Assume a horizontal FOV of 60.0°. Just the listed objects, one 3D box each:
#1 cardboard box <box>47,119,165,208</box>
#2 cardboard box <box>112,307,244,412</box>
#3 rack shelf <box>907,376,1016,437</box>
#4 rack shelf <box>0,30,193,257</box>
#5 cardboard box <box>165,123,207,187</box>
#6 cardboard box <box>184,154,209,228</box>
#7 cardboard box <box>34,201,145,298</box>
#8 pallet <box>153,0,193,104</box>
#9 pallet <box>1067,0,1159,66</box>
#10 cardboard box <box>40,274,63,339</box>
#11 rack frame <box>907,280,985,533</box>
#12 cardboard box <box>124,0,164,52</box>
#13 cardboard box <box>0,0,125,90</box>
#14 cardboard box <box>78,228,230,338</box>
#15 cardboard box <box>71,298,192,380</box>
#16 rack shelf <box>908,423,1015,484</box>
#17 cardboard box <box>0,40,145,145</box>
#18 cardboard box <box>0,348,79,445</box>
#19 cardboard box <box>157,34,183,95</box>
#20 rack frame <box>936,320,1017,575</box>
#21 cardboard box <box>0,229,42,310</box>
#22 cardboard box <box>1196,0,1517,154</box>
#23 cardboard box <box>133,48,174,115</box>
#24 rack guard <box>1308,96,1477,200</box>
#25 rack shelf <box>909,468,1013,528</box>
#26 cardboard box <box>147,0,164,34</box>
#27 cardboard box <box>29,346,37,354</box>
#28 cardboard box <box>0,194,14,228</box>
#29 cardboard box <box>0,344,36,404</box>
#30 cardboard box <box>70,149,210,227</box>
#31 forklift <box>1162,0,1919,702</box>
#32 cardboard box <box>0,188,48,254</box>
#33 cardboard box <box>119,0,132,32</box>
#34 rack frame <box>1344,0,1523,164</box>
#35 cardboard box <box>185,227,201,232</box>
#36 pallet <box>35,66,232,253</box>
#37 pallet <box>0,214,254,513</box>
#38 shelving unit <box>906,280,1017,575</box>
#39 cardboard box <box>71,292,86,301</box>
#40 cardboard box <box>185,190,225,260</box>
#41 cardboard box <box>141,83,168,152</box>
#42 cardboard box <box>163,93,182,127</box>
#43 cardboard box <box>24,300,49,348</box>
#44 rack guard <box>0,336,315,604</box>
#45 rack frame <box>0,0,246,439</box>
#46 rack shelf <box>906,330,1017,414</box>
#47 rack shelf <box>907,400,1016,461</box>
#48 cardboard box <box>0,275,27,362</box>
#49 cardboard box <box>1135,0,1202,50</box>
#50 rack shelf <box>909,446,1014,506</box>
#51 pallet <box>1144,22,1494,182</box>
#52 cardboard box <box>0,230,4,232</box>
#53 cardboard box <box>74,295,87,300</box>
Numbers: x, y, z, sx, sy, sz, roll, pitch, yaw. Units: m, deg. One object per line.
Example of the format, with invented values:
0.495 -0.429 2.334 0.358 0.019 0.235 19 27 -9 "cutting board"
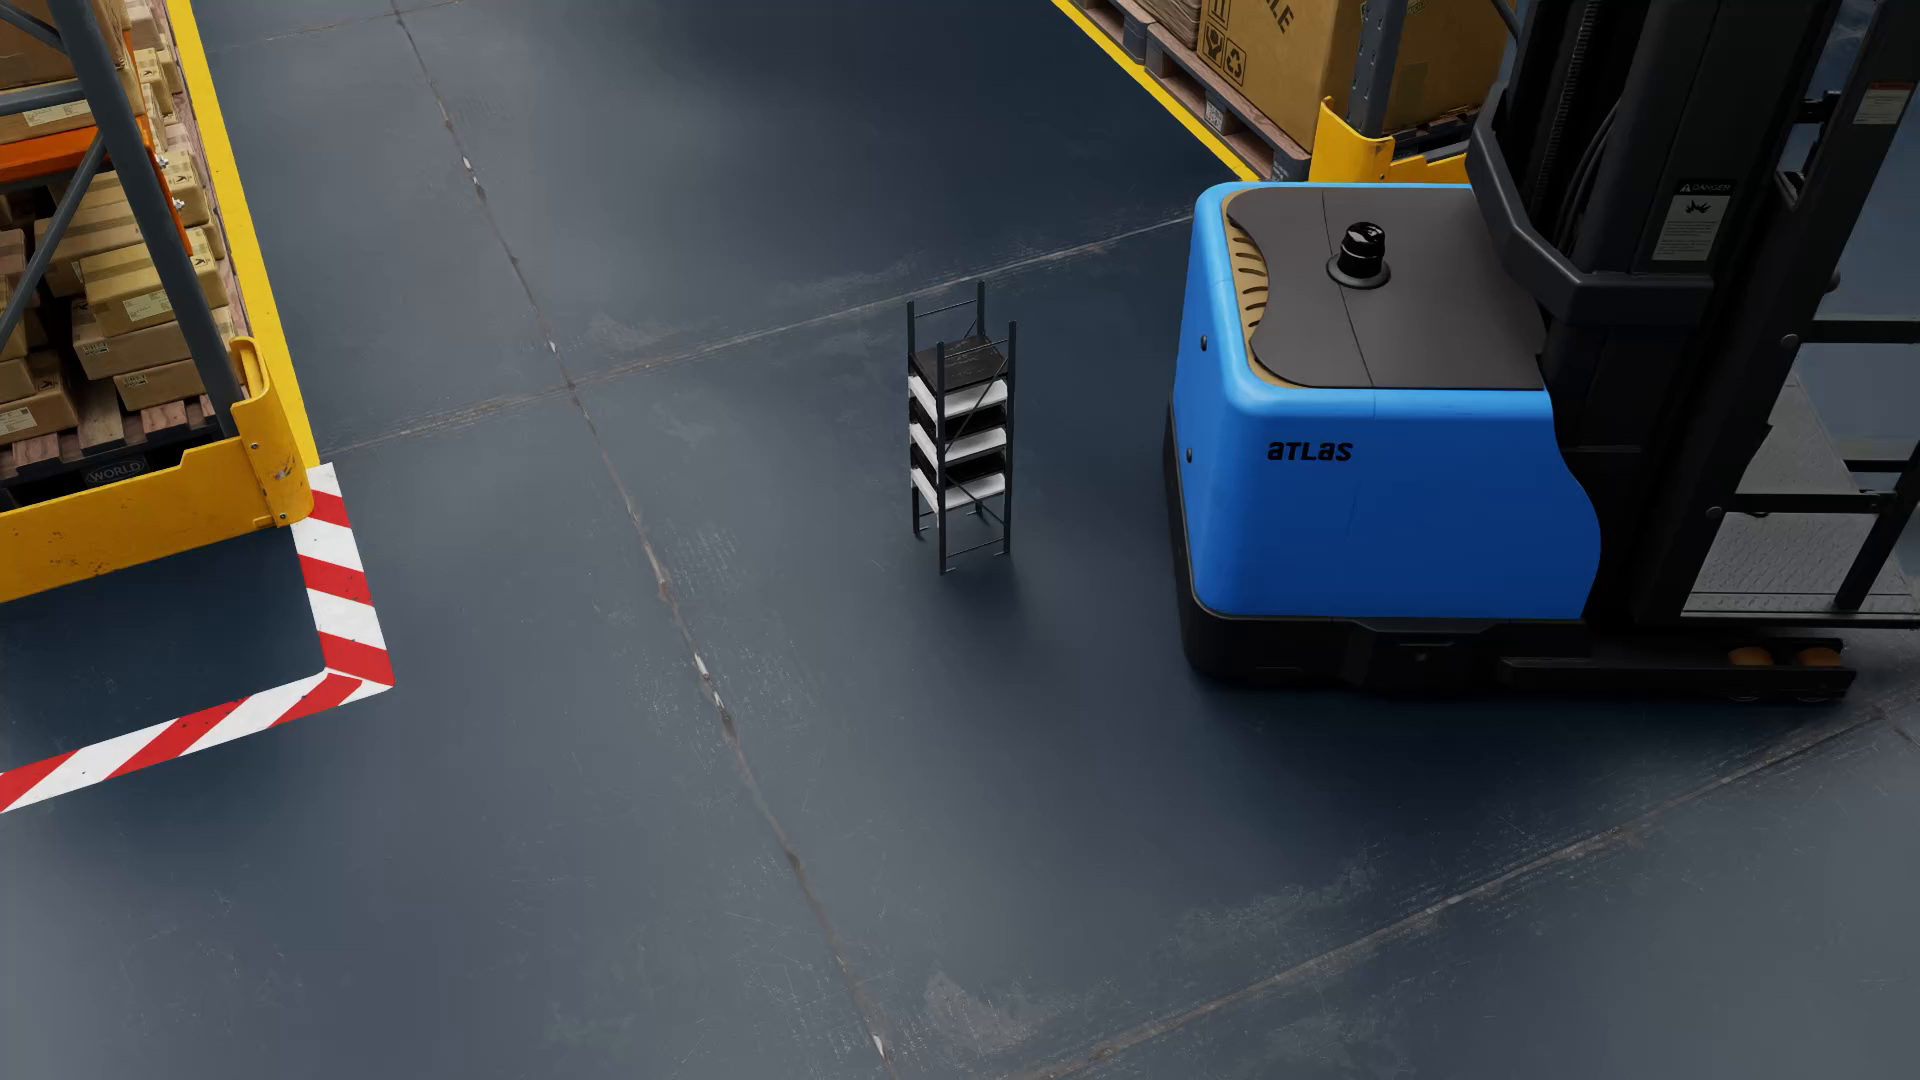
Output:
-2.935 -1.284 5.723 0.380 0.149 0.250 -20 48 -19 "cardboard box"
-2.559 -0.595 5.448 0.380 0.149 0.250 -17 47 -17 "cardboard box"
0.003 -0.420 4.826 0.258 0.077 0.200 -18 47 -17 "rack shelf"
-3.470 -2.050 5.704 1.077 0.370 4.000 -18 47 -17 "rack shelf"
-3.081 -1.408 6.272 0.380 0.149 0.250 -20 48 -19 "cardboard box"
-2.873 -1.198 5.848 0.380 0.149 0.250 -17 47 -16 "cardboard box"
-2.766 -0.952 5.387 0.380 0.149 0.250 -17 47 -17 "cardboard box"
-3.996 -2.170 7.299 1.003 0.211 1.213 -18 47 -17 "pallet"
0.998 -2.702 7.838 1.003 0.211 1.213 -18 47 -17 "pallet"
-3.272 -0.768 5.623 0.380 0.149 0.250 -18 47 -18 "cardboard box"
-0.039 -0.380 4.994 0.240 0.900 0.006 -18 47 -17 "rack frame"
-3.310 -1.968 6.416 0.380 0.149 0.250 -20 48 -19 "cardboard box"
-2.567 -1.541 4.393 0.500 0.500 0.500 -16 47 -16 "cardboard box"
-2.541 -0.812 5.245 0.380 0.149 0.250 -20 48 -19 "cardboard box"
-2.616 -0.682 5.324 0.380 0.149 0.250 -16 47 -16 "cardboard box"
0.003 -0.291 4.952 0.258 0.077 0.200 -18 47 -17 "rack shelf"
-2.468 -1.245 4.555 0.380 0.149 0.250 -18 48 -18 "cardboard box"
-3.039 -0.440 5.291 0.380 0.149 0.250 -17 47 -17 "cardboard box"
-3.401 -1.906 6.777 0.380 0.149 0.250 -18 47 -17 "cardboard box"
0.046 -0.250 4.863 0.240 0.900 0.006 -18 47 -17 "rack frame"
-3.135 -0.818 5.250 0.380 0.149 0.250 -17 47 -17 "cardboard box"
1.572 -2.209 6.567 0.875 0.875 0.875 -18 47 -17 "cardboard box"
-3.112 -1.645 6.089 0.380 0.149 0.250 -17 47 -17 "cardboard box"
1.924 -1.527 6.442 1.175 0.500 0.348 -18 47 -17 "rack guard"
0.003 -0.163 5.079 0.258 0.077 0.200 -18 47 -17 "rack shelf"
-3.634 -2.226 7.102 0.380 0.149 0.250 -20 48 -19 "cardboard box"
-3.239 -0.574 5.427 0.380 0.149 0.250 -17 47 -16 "cardboard box"
-3.410 -1.129 5.566 0.380 0.149 0.250 -20 48 -19 "cardboard box"
-3.110 -0.524 5.165 0.380 0.149 0.250 -19 48 -18 "cardboard box"
-2.756 -1.151 5.588 0.380 0.149 0.250 -18 47 -18 "cardboard box"
2.169 -0.957 4.133 3.031 2.935 1.130 1 45 1 "forklift"
-3.349 -1.057 5.704 0.380 0.149 0.250 -19 48 -18 "cardboard box"
-2.677 -1.583 4.897 0.380 0.149 0.250 -19 48 -19 "cardboard box"
1.914 -2.432 5.579 1.000 3.000 0.127 -18 47 -17 "rack frame"
-2.680 -0.873 5.518 0.380 0.149 0.250 -18 47 -18 "cardboard box"
-3.479 -1.392 6.510 1.003 0.211 1.213 -18 47 -17 "pallet"
-2.970 -0.616 5.724 1.003 0.211 1.213 -18 47 -17 "pallet"
0.003 -0.315 4.929 0.258 0.900 0.210 -18 47 -17 "shelving unit"
-2.854 -0.894 5.751 0.380 0.149 0.250 -18 47 -17 "cardboard box"
-2.862 -1.089 5.949 0.380 0.149 0.250 -17 47 -17 "cardboard box"
-3.043 -1.464 5.905 0.380 0.149 0.250 -16 47 -16 "cardboard box"
-3.221 -1.577 6.443 0.380 0.149 0.250 -18 47 -17 "cardboard box"
-3.171 -0.707 5.350 0.380 0.149 0.250 -19 48 -18 "cardboard box"
-2.661 -0.190 5.087 1.175 0.500 0.348 -18 47 -17 "rack guard"
-2.629 -1.032 4.160 1.000 3.000 0.127 -18 47 -17 "rack frame"
0.003 -0.484 4.762 0.258 0.077 0.200 -18 47 -17 "rack shelf"
0.003 -0.355 4.889 0.258 0.077 0.200 -18 47 -17 "rack shelf"
-3.081 -0.641 5.071 0.380 0.149 0.250 -18 47 -17 "cardboard box"
1.190 -2.789 7.155 0.875 0.875 0.875 -18 47 -17 "cardboard box"
0.003 -0.227 5.015 0.258 0.077 0.200 -18 47 -17 "rack shelf"
1.507 -1.926 7.051 1.003 0.211 1.213 -18 47 -17 "pallet"
-3.330 -0.855 5.500 0.380 0.149 0.250 -20 48 -19 "cardboard box"
-2.743 -0.737 5.592 0.380 0.149 0.250 -18 47 -18 "cardboard box"
